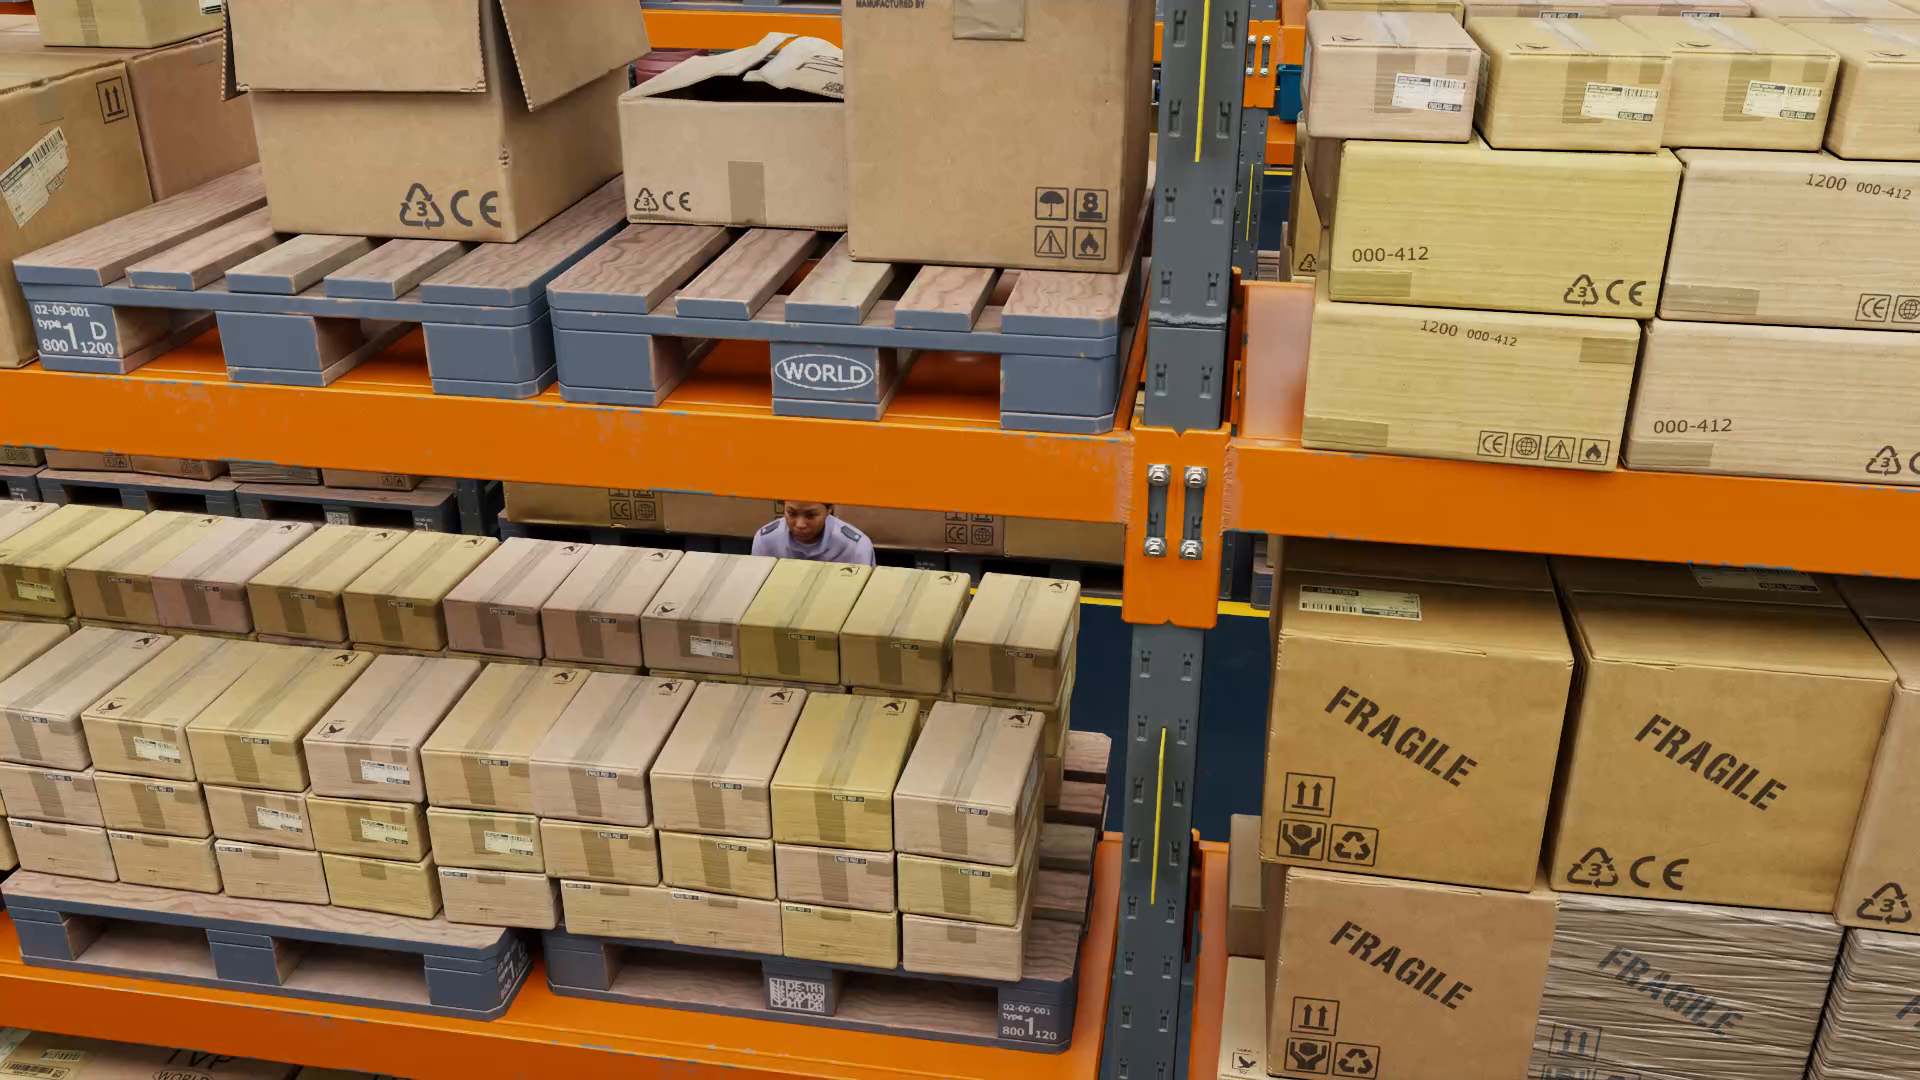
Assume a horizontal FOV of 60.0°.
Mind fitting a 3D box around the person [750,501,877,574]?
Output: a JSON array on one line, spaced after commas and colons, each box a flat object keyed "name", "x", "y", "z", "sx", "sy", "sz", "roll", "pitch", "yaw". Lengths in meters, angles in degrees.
[{"name": "person", "x": -0.537, "y": 0.483, "z": 6.100, "sx": 0.537, "sy": 1.639, "sz": 0.372, "roll": 4, "pitch": 25, "yaw": 9}]
